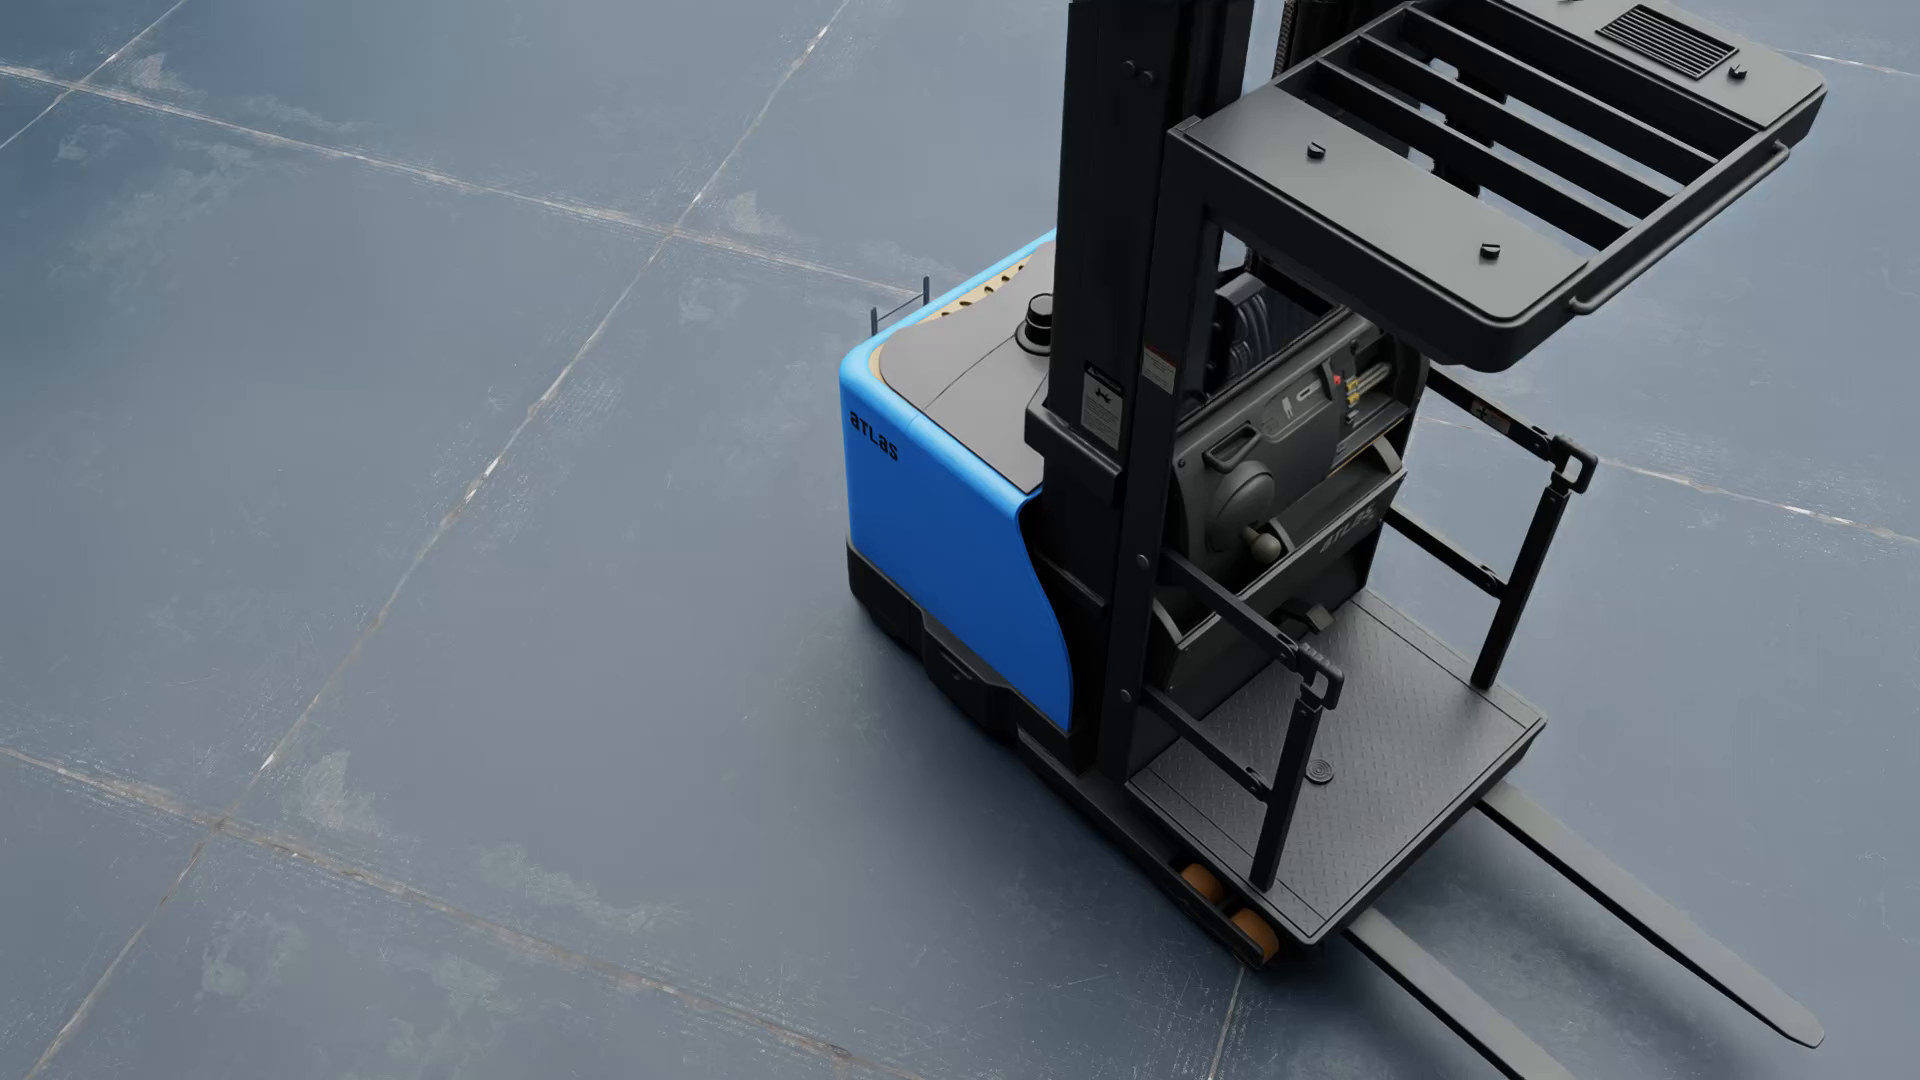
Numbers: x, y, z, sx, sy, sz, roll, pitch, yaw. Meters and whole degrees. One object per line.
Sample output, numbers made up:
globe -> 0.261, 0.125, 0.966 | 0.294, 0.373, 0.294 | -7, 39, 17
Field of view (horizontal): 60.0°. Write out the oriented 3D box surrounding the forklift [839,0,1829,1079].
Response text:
forklift -> 0.995, -0.200, 3.984 | 1.130, 2.935, 3.031 | -35, 57, -26

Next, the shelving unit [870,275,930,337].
shelving unit -> -0.120, -0.429, 5.526 | 0.258, 0.900, 0.210 | -35, 57, -26

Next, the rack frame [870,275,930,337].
rack frame -> -0.189, -0.486, 5.576 | 0.240, 0.900, 0.006 | -35, 57, -26
